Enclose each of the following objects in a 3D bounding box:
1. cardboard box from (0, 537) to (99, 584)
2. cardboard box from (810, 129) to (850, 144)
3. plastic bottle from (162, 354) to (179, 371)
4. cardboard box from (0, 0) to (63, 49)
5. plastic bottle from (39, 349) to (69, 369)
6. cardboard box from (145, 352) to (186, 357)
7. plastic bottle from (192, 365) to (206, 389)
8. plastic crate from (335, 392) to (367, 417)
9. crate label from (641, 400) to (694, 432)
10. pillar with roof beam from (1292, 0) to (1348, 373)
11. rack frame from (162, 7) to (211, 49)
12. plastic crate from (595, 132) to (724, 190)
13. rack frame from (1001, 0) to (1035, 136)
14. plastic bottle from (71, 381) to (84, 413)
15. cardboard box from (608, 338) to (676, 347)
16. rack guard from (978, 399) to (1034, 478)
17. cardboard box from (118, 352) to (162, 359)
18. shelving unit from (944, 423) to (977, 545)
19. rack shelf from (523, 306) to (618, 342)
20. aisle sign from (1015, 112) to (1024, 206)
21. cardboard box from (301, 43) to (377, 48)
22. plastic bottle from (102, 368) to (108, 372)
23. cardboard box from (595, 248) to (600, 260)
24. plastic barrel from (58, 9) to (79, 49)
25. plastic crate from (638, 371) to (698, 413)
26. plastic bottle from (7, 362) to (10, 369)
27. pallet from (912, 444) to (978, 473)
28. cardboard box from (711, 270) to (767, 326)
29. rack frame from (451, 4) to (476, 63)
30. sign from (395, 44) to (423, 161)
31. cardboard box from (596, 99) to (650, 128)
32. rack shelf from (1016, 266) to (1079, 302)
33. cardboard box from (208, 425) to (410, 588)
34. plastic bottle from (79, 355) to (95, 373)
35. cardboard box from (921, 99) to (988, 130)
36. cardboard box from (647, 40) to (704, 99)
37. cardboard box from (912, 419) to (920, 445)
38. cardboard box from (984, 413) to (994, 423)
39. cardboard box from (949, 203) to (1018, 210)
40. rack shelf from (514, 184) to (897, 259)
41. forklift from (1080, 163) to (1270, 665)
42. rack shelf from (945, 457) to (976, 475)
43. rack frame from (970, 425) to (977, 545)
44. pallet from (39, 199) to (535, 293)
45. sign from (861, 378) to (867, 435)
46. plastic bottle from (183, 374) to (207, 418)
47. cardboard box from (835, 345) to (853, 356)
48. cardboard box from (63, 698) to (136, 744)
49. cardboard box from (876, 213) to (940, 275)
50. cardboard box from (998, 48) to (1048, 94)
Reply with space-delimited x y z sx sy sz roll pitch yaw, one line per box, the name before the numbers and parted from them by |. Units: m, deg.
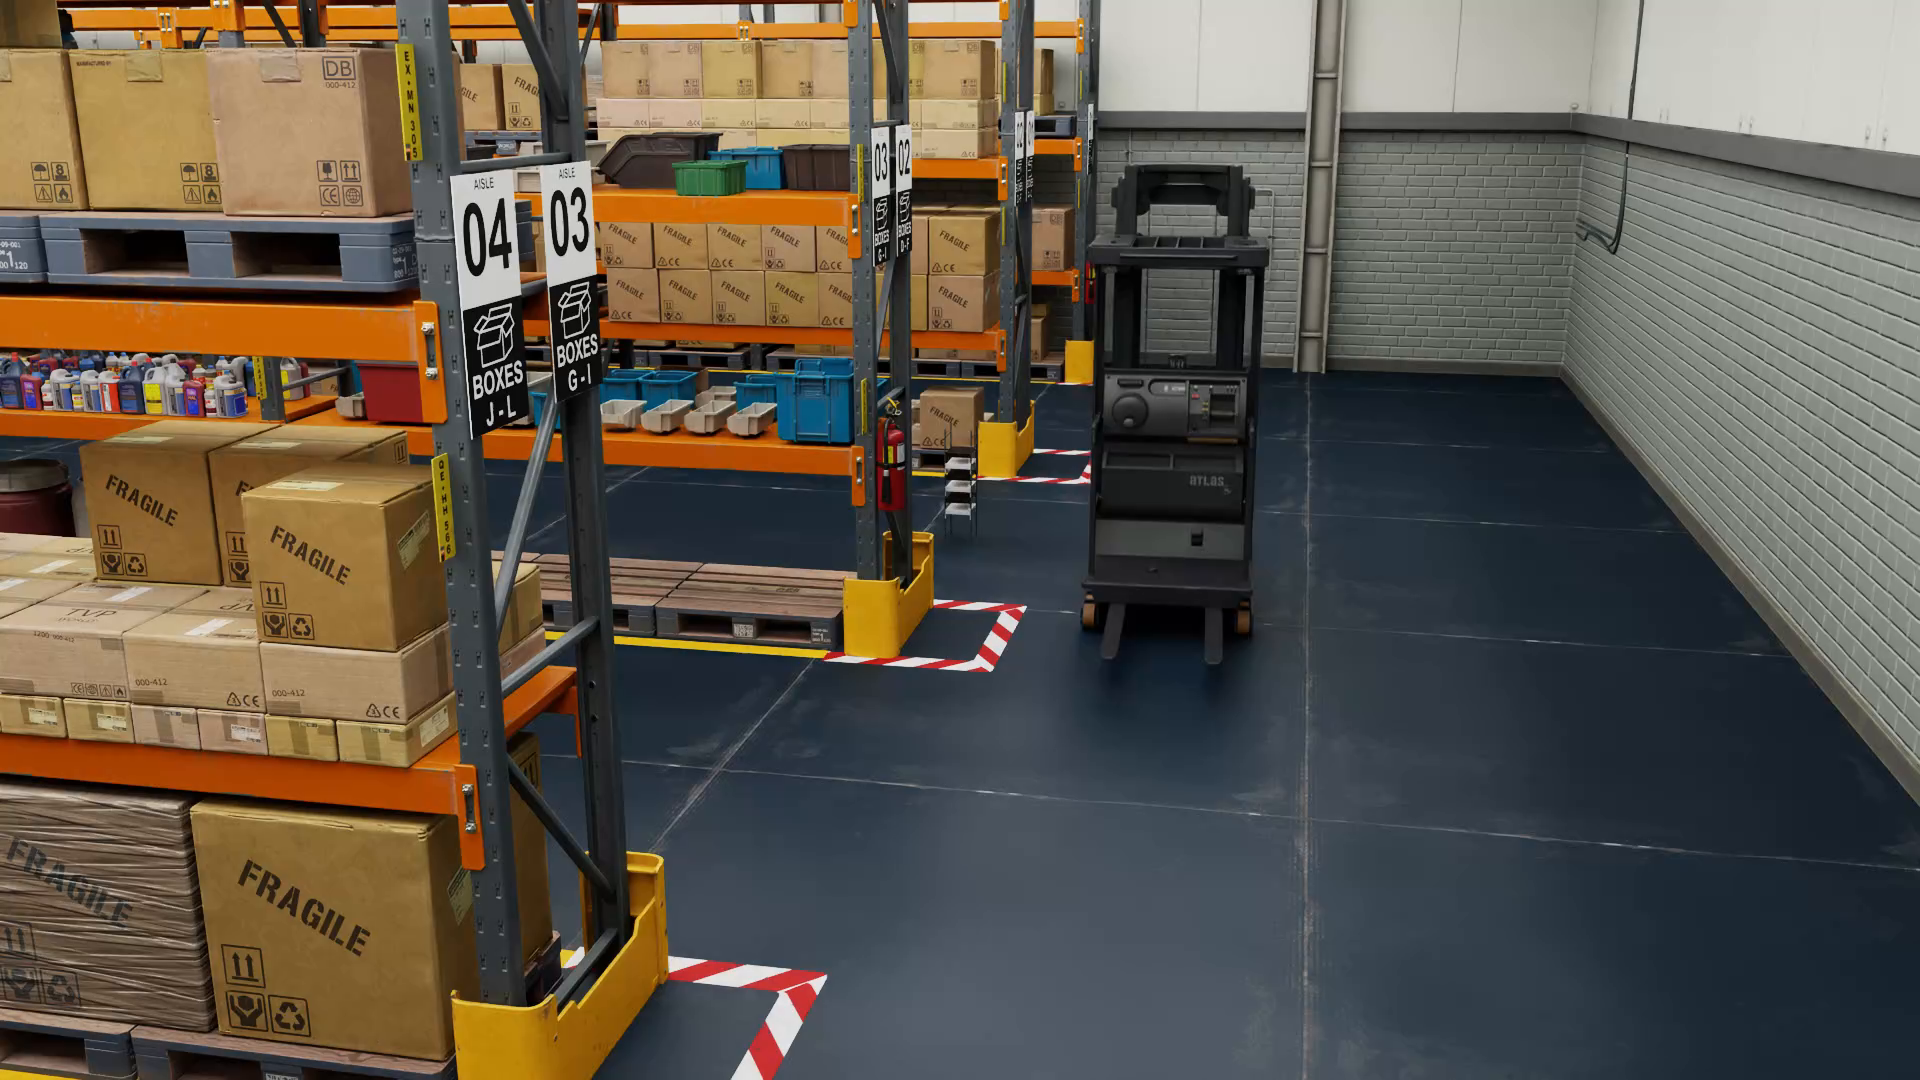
cardboard box | -3.397 0.184 6.432 0.500 0.250 0.500 3 16 10
cardboard box | -1.024 -3.544 14.830 0.500 0.250 0.500 3 16 11
plastic bottle | -5.684 -1.191 11.904 0.135 0.276 0.152 3 16 11
cardboard box | -3.443 -1.784 5.630 0.500 0.250 0.500 3 16 9
plastic bottle | -6.569 -1.276 12.072 0.185 0.351 0.144 3 16 11
cardboard box | -8.299 -1.863 17.414 0.500 0.311 0.500 3 16 10
plastic bottle | -5.434 -1.149 11.892 0.097 0.201 0.097 0 15 0
plastic crate | -3.971 -0.917 11.064 0.243 0.136 0.396 3 16 11
crate label | -1.873 -0.790 10.606 0.243 0.136 0.396 3 16 11
pillar with roof beam | 3.456 -5.304 15.281 0.400 9.000 9.100 3 16 11
rack frame | -7.328 -5.477 15.906 0.127 3.000 1.000 3 16 11
plastic crate | -1.921 -2.433 10.654 0.767 0.338 0.504 3 16 11
rack frame | 0.512 -5.051 14.369 0.127 3.000 1.000 3 16 11
plastic bottle | -5.952 -0.970 11.248 0.097 0.201 0.097 0 15 0
cardboard box | -3.959 -2.882 21.018 0.750 0.750 0.750 4 16 13
rack guard | 0.438 -0.959 15.519 0.348 0.500 1.175 3 16 11
cardboard box | -8.400 -1.722 16.904 0.500 0.311 0.500 3 16 10
shelving unit | 0.008 -0.433 12.870 0.210 0.900 0.258 3 16 11
rack shelf | -5.368 -2.132 16.419 4.000 0.370 1.077 3 16 11
aisle sign | 0.518 -3.329 14.521 0.004 0.787 0.394 3 16 11
cardboard box | -5.902 -4.482 15.874 0.500 0.500 0.500 3 16 11
plastic bottle | -5.827 -1.039 11.363 0.097 0.271 0.097 0 15 0
cardboard box | -4.562 -3.613 20.850 0.250 0.149 0.380 3 16 11
plastic barrel | -6.101 -3.017 10.921 0.708 0.901 0.600 3 16 11
plastic crate | -1.945 -0.982 11.119 0.300 0.233 0.416 3 16 11
plastic bottle | -6.929 -1.230 12.185 0.097 0.201 0.097 0 15 0
pallet | -0.344 -0.862 15.709 1.213 0.211 1.003 3 16 11
cardboard box | -1.970 -2.269 15.376 0.500 0.500 0.500 3 16 11
rack frame | -6.344 -6.773 20.585 0.127 3.000 1.000 3 16 11
sign | -1.587 -1.262 4.798 0.005 0.325 0.100 3 16 11
cardboard box | -2.981 -3.896 15.163 0.500 0.250 0.500 3 16 11
rack shelf | -0.464 -3.216 20.329 4.000 0.370 1.077 3 16 11
cardboard box | -2.372 -0.124 6.139 0.500 0.500 0.500 3 16 10
plastic bottle | -6.238 -1.187 11.899 0.097 0.271 0.097 0 15 0
cardboard box | -0.042 -3.735 14.581 0.500 0.250 0.500 3 16 11
cardboard box | -2.462 -4.269 15.104 0.500 0.500 0.700 3 16 11
cardboard box | -0.449 -1.016 15.524 0.250 0.166 0.380 3 16 11
cardboard box | 0.170 -1.110 15.897 0.250 0.149 0.380 3 16 11
cardboard box | 0.279 -3.661 20.027 0.700 0.700 0.980 3 16 11
rack shelf | -2.439 -2.070 10.573 4.000 0.370 1.077 3 16 11
forklift | 1.385 -0.896 10.738 1.130 2.935 3.031 2 16 8
rack shelf | 0.008 -0.575 12.831 0.200 0.077 0.258 3 16 11
rack frame | 0.108 -0.428 12.851 0.006 0.900 0.240 3 16 11
pallet | -2.195 -1.008 5.560 1.213 0.211 1.003 3 16 11
sign | -0.572 -0.798 9.949 0.005 0.325 0.100 3 16 11
plastic bottle | -5.085 -0.958 11.049 0.133 0.283 0.061 3 16 11
cardboard box | -1.220 -2.572 20.555 0.500 0.500 0.700 3 16 11
cardboard box | -2.881 0.566 5.801 0.250 0.149 0.380 3 16 10
cardboard box | -0.474 -2.668 14.946 0.500 0.500 0.500 4 16 13
cardboard box | 0.724 -5.409 19.182 0.500 0.500 0.500 3 16 11
